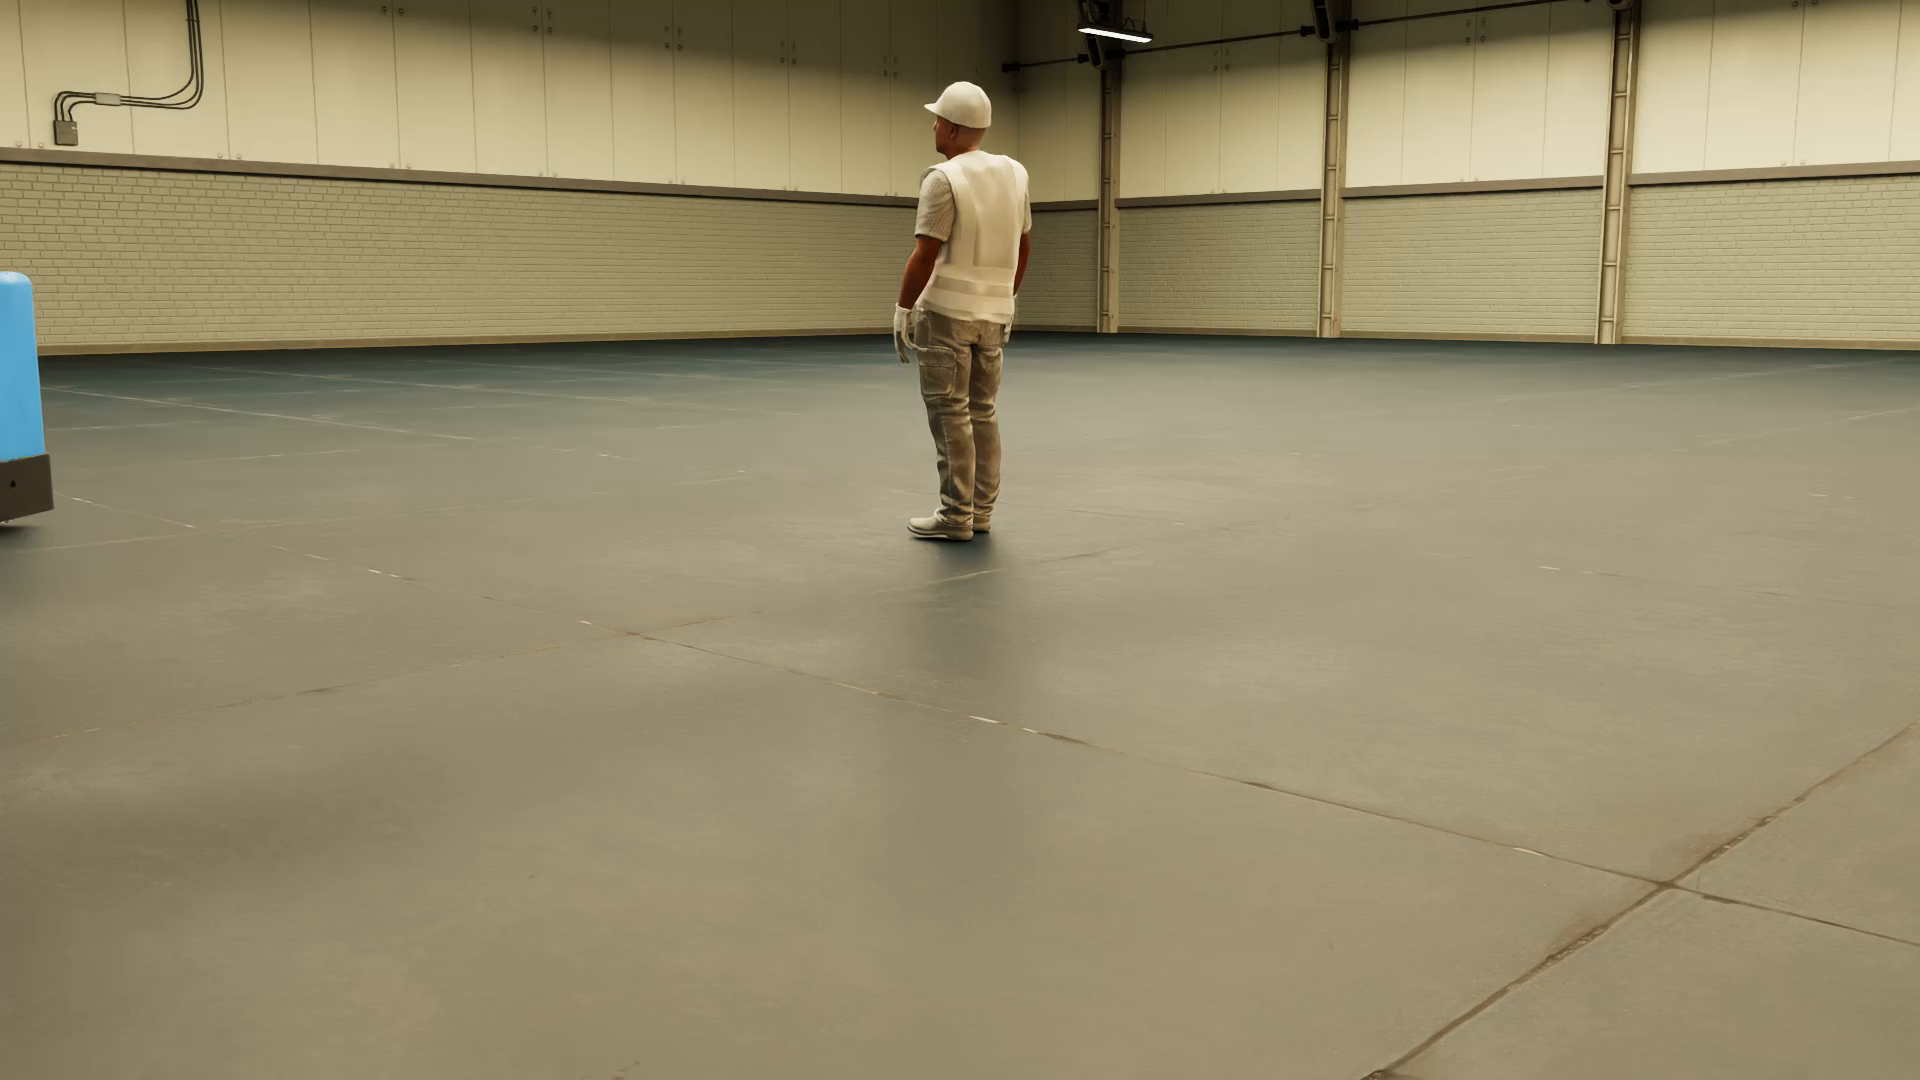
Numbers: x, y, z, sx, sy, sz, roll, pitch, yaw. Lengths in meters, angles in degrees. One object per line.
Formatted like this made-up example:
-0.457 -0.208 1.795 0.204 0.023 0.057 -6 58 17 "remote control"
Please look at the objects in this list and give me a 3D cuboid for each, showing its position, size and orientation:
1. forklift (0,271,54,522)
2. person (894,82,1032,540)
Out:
-5.383 -1.442 6.449 3.031 2.935 1.130 0 9 0 "forklift"
-0.045 -0.897 6.639 0.577 1.782 0.656 8 12 43 "person"
